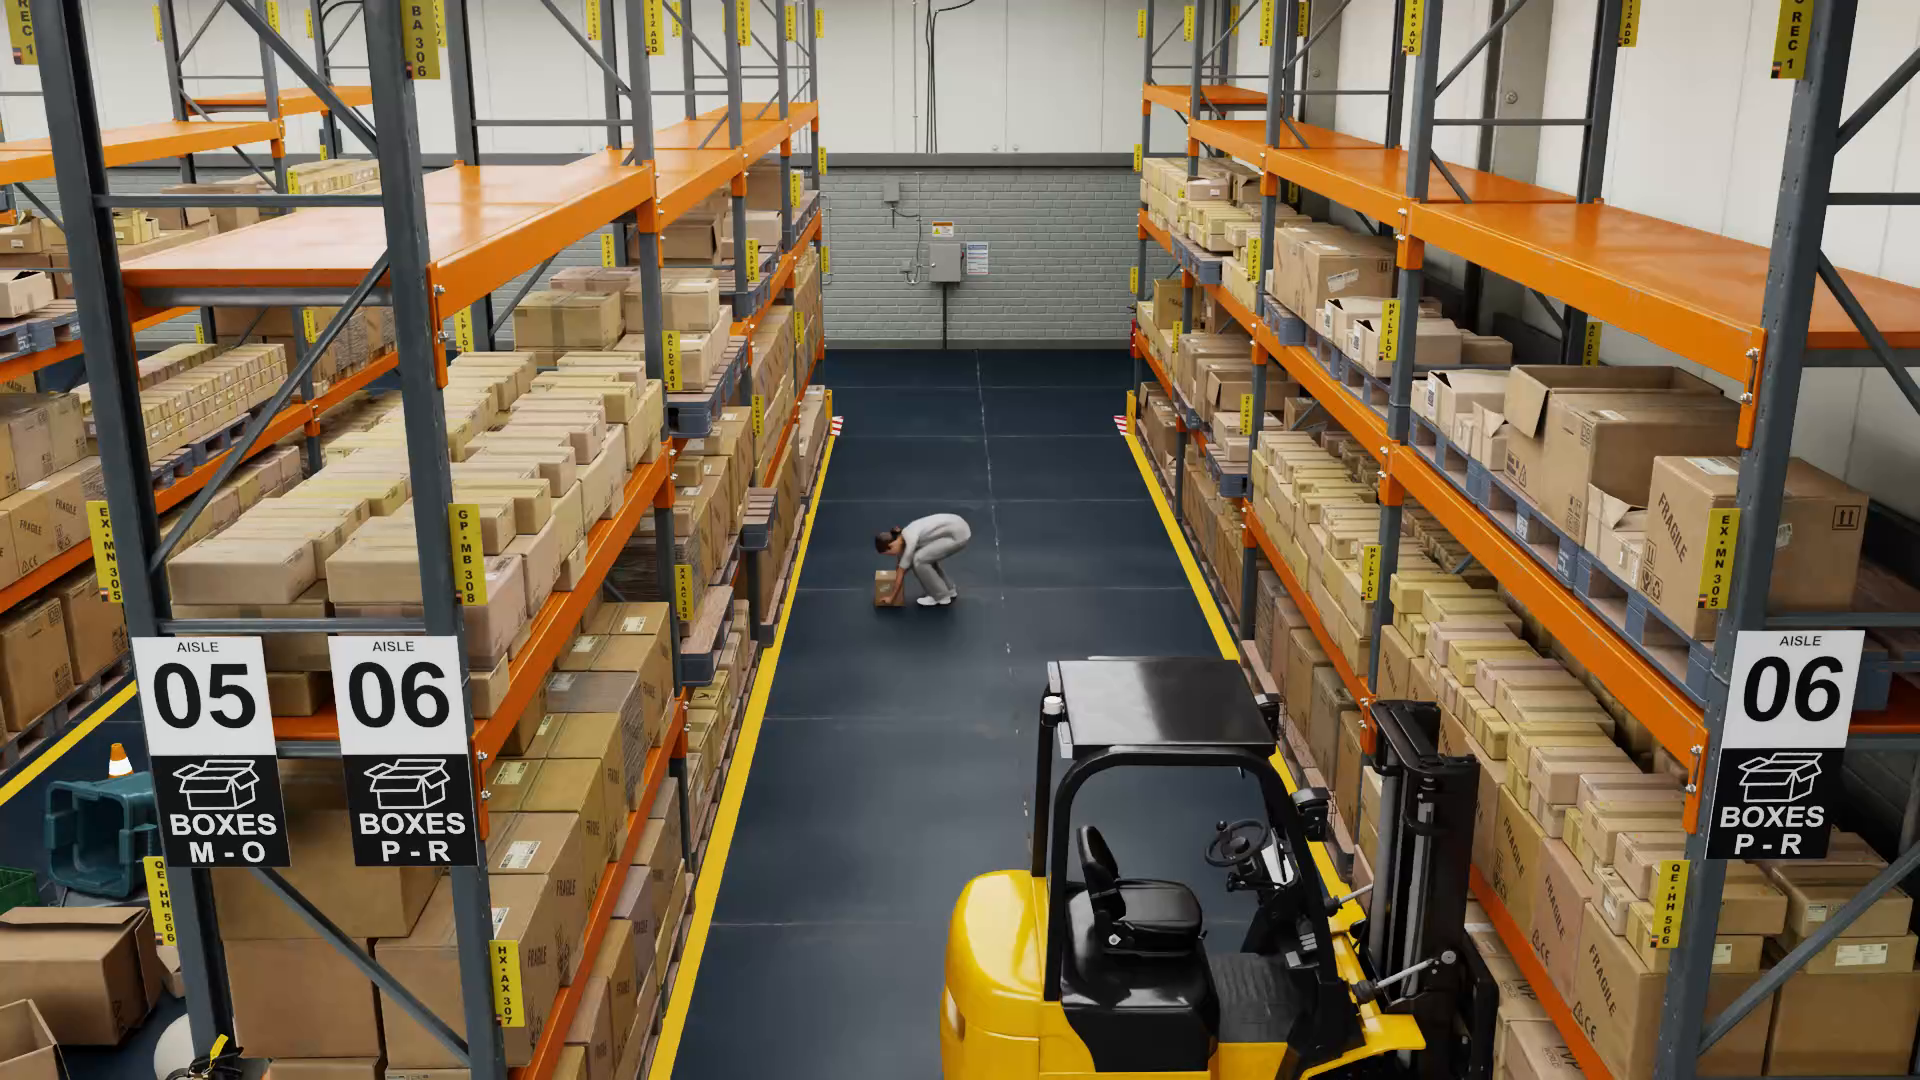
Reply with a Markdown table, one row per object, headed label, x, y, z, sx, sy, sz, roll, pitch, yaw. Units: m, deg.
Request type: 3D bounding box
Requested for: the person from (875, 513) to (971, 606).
| label | x | y | z | sx | sy | sz | roll | pitch | yaw |
| --- | --- | --- | --- | --- | --- | --- | --- | --- | --- |
| person | -0.332 | 0.178 | 14.982 | 0.861 | 0.819 | 0.464 | -1 | 17 | -3 |
